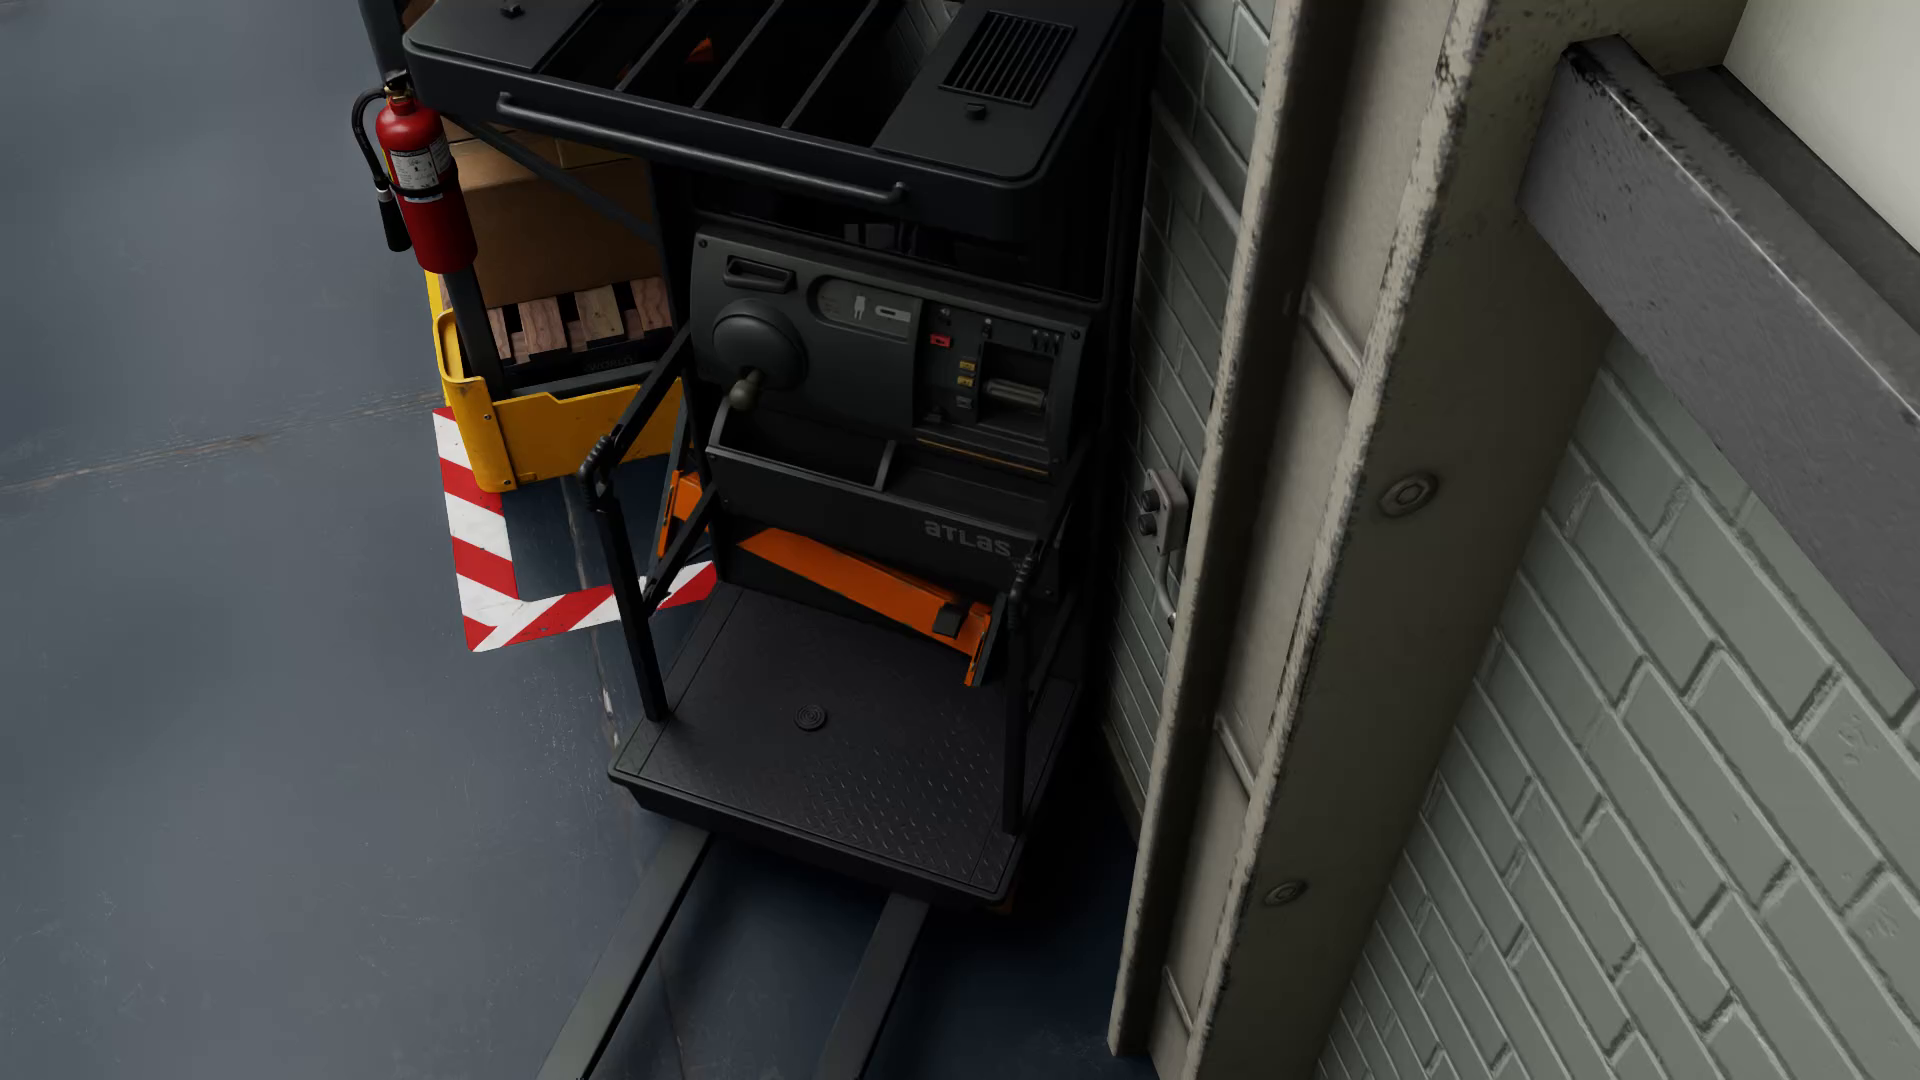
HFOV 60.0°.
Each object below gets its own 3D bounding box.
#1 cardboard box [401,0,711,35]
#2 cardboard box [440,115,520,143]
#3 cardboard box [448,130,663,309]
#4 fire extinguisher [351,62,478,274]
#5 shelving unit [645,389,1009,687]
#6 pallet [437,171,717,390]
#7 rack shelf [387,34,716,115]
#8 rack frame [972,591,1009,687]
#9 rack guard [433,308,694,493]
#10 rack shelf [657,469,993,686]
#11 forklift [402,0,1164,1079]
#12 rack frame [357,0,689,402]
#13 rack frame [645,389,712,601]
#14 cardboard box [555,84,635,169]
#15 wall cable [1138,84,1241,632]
[{"bbox_3d":[-1.211,-1.847,4.649,0.980,0.700,0.700,-11,51,-9],"label":"cardboard box"},{"bbox_3d":[-1.565,-1.460,5.455,0.380,0.149,0.250,-14,51,-11],"label":"cardboard box"},{"bbox_3d":[-1.353,-1.199,5.659,0.700,0.500,0.500,-13,51,-11],"label":"cardboard box"},{"bbox_3d":[-1.447,-1.021,4.443,0.296,0.674,0.183,-13,51,-11],"label":"fire extinguisher"},{"bbox_3d":[-0.225,-0.172,4.649,1.048,1.125,0.538,24,28,16],"label":"shelving unit"},{"bbox_3d":[-1.362,-1.048,5.995,1.003,0.211,1.213,-13,51,-11],"label":"pallet"},{"bbox_3d":[-1.642,-2.609,5.958,1.077,0.370,4.000,-13,51,-11],"label":"rack shelf"},{"bbox_3d":[0.221,0.029,4.513,0.032,1.125,0.500,24,28,16],"label":"rack frame"},{"bbox_3d":[-1.044,-0.557,5.393,1.175,0.500,0.348,-13,51,-11],"label":"rack guard"},{"bbox_3d":[-0.286,0.037,4.760,1.000,0.278,0.538,24,28,16],"label":"rack shelf"},{"bbox_3d":[-0.245,-0.317,3.600,1.130,2.935,3.031,16,52,13],"label":"forklift"},{"bbox_3d":[-1.051,-1.380,4.452,1.000,3.000,0.127,-13,51,-11],"label":"rack frame"},{"bbox_3d":[-0.672,-0.374,4.785,0.032,1.125,0.500,24,28,16],"label":"rack frame"},{"bbox_3d":[-1.125,-1.362,5.372,0.380,0.149,0.250,-13,51,-11],"label":"cardboard box"},{"bbox_3d":[0.231,-0.986,3.455,0.084,1.984,1.851,-13,51,-11],"label":"wall cable"}]
